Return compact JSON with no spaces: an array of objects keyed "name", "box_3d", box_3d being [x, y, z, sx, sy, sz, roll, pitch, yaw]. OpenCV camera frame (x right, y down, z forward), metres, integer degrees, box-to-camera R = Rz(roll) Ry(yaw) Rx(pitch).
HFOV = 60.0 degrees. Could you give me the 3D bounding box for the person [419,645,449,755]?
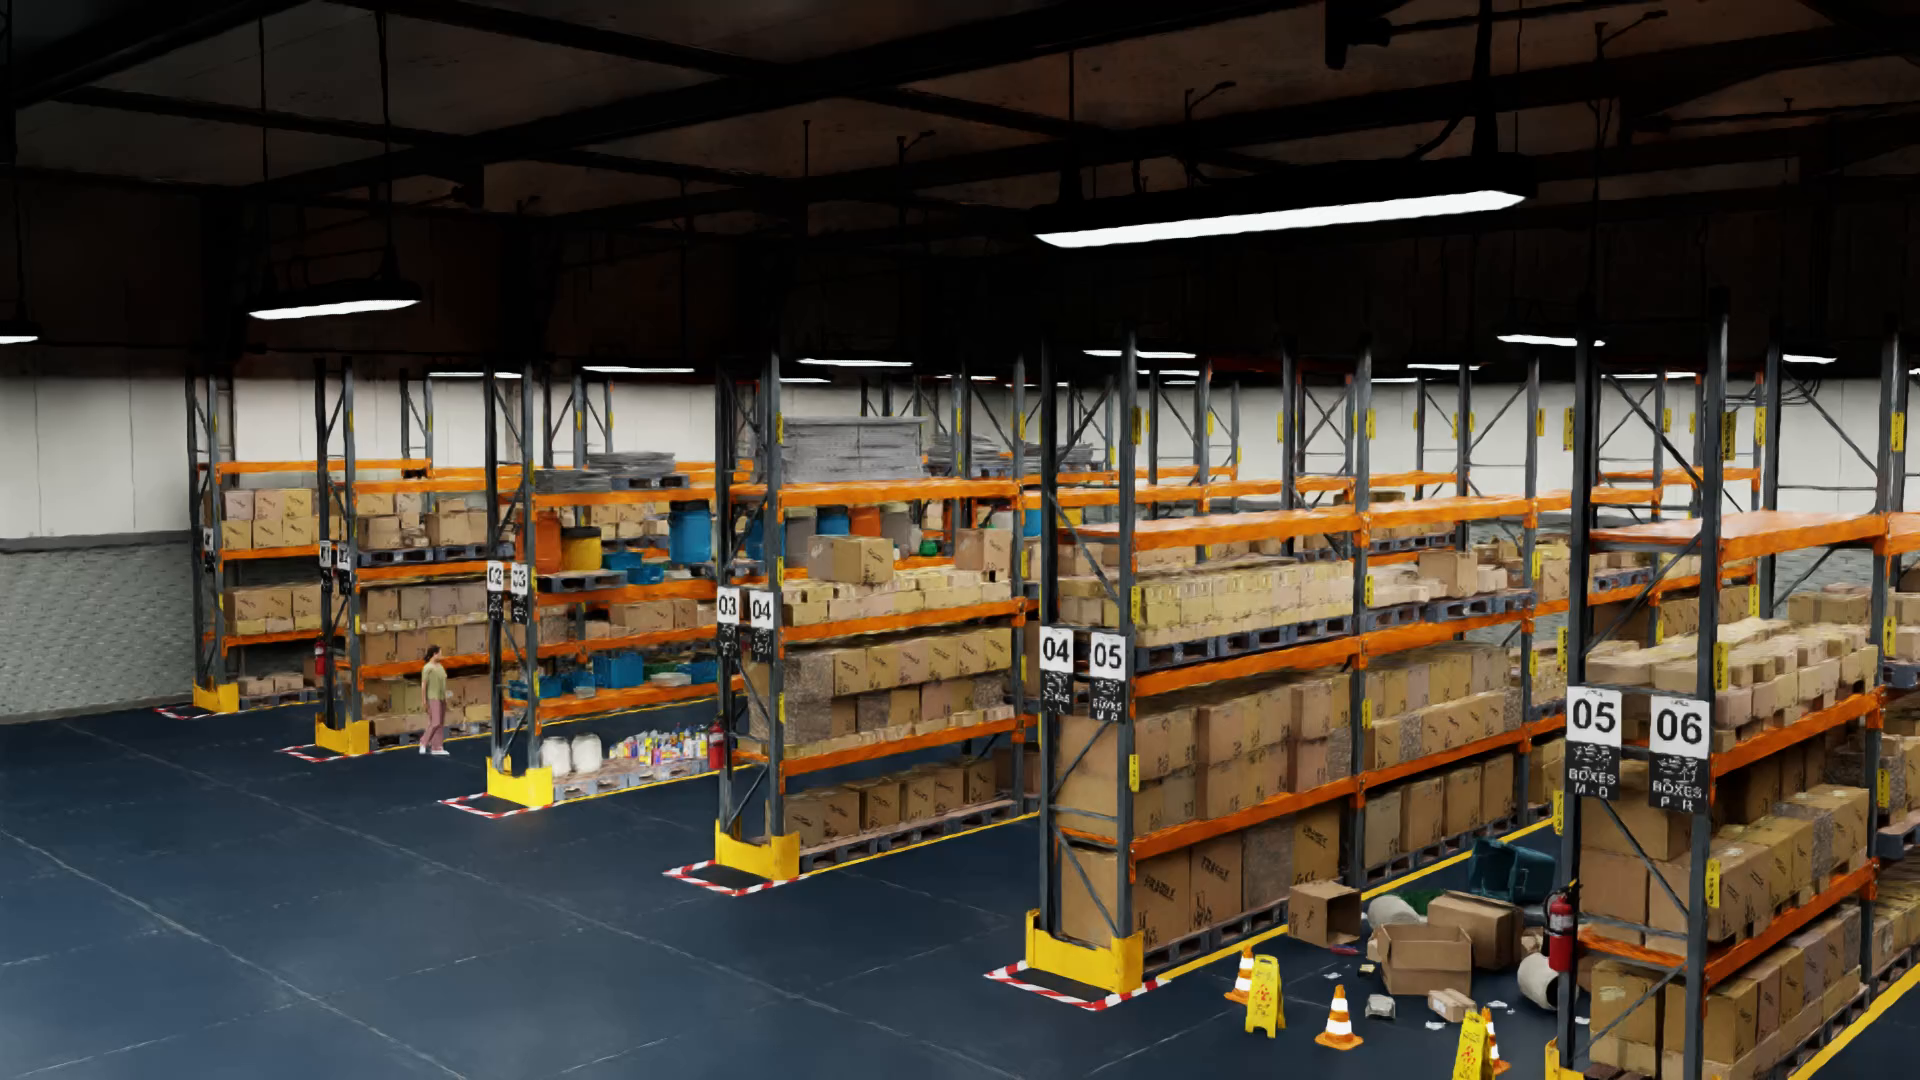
[{"name":"person","box_3d":[-7.927,2.413,25.036,0.435,1.670,0.493,1,5,17]}]
